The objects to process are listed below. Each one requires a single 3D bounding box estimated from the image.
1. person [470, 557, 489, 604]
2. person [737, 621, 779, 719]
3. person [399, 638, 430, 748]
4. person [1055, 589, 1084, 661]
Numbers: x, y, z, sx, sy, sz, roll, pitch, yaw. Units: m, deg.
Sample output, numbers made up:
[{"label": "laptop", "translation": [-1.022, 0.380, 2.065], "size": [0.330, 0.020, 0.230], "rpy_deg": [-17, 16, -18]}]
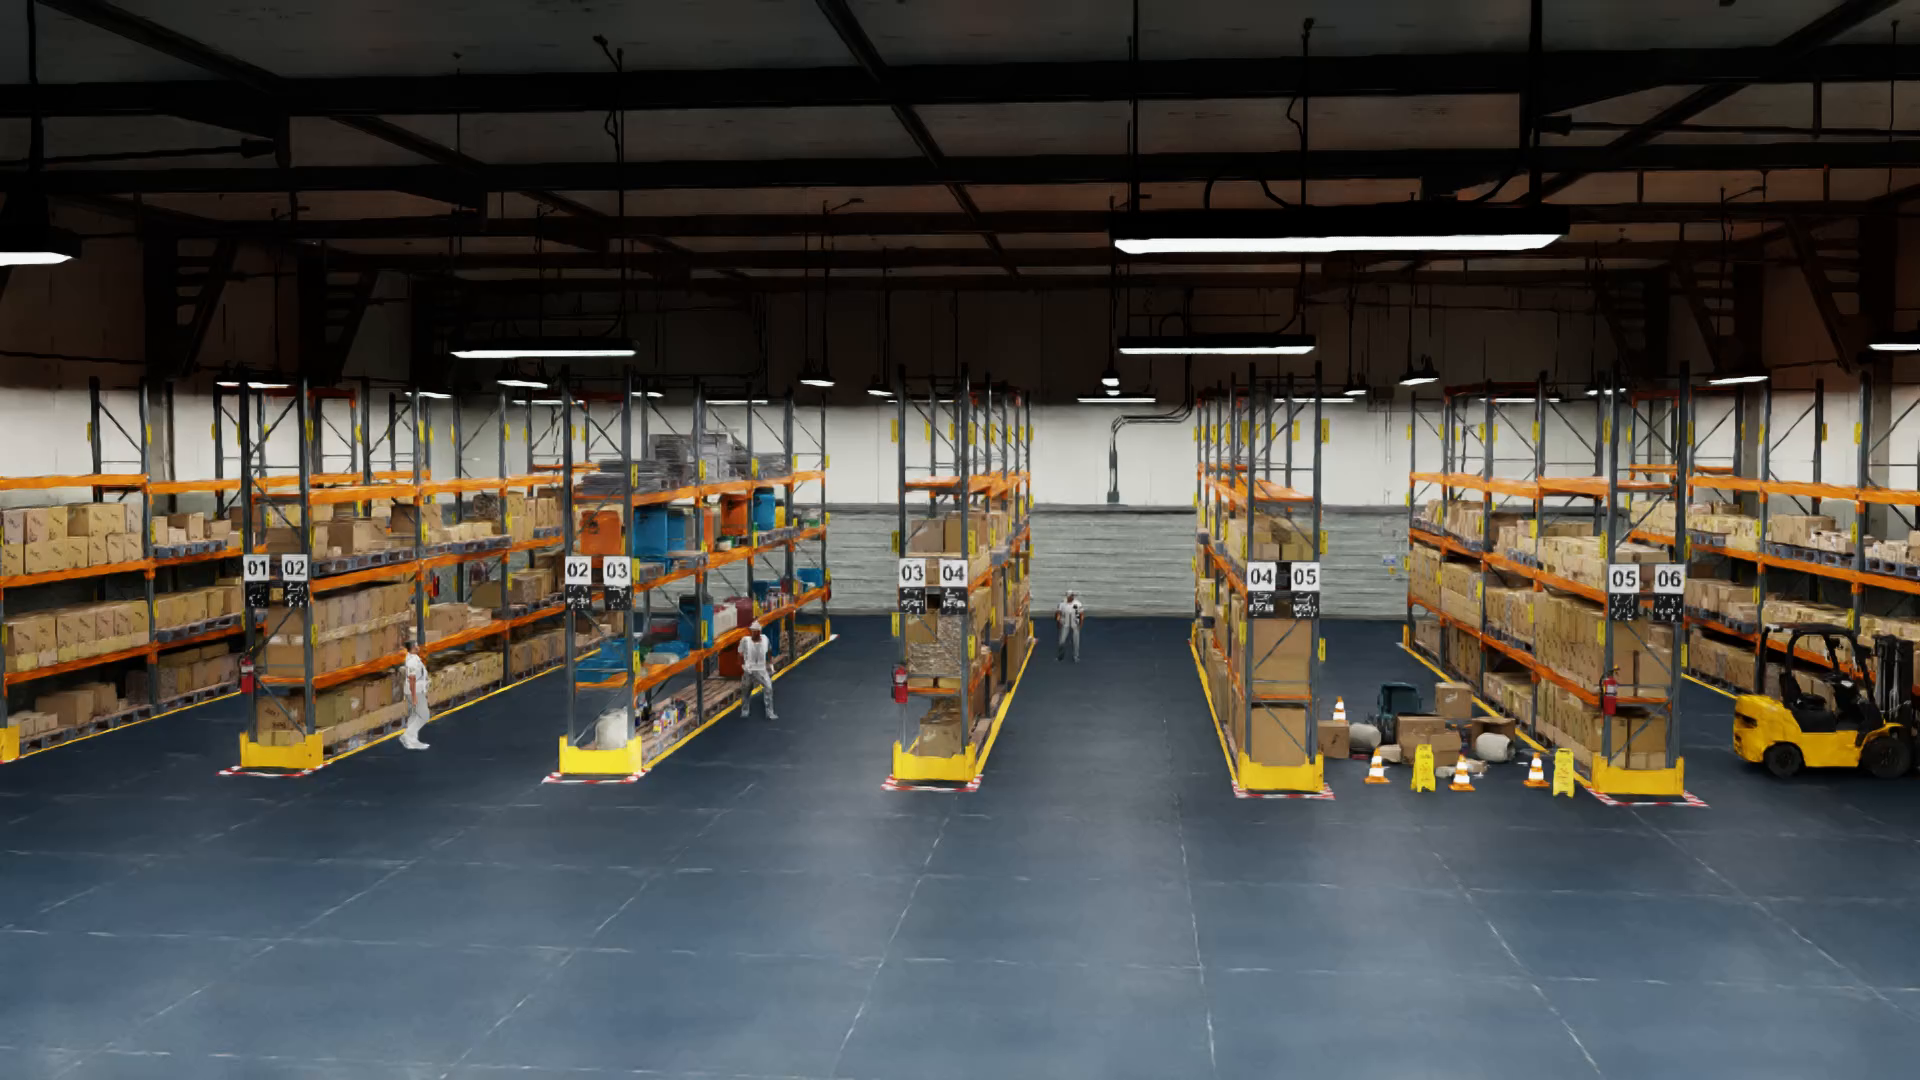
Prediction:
[{"label": "person", "translation": [-12.989, 1.236, 44.727], "size": [0.532, 1.770, 0.735], "rpy_deg": [3, 5, 37]}, {"label": "person", "translation": [-3.577, 2.266, 29.103], "size": [0.691, 1.722, 0.777], "rpy_deg": [-1, 4, -18]}, {"label": "person", "translation": [-8.651, 2.435, 26.329], "size": [0.467, 1.755, 0.578], "rpy_deg": [-1, 4, -21]}, {"label": "person", "translation": [2.402, 1.870, 36.437], "size": [0.625, 1.607, 0.582], "rpy_deg": [0, 4, 3]}]
